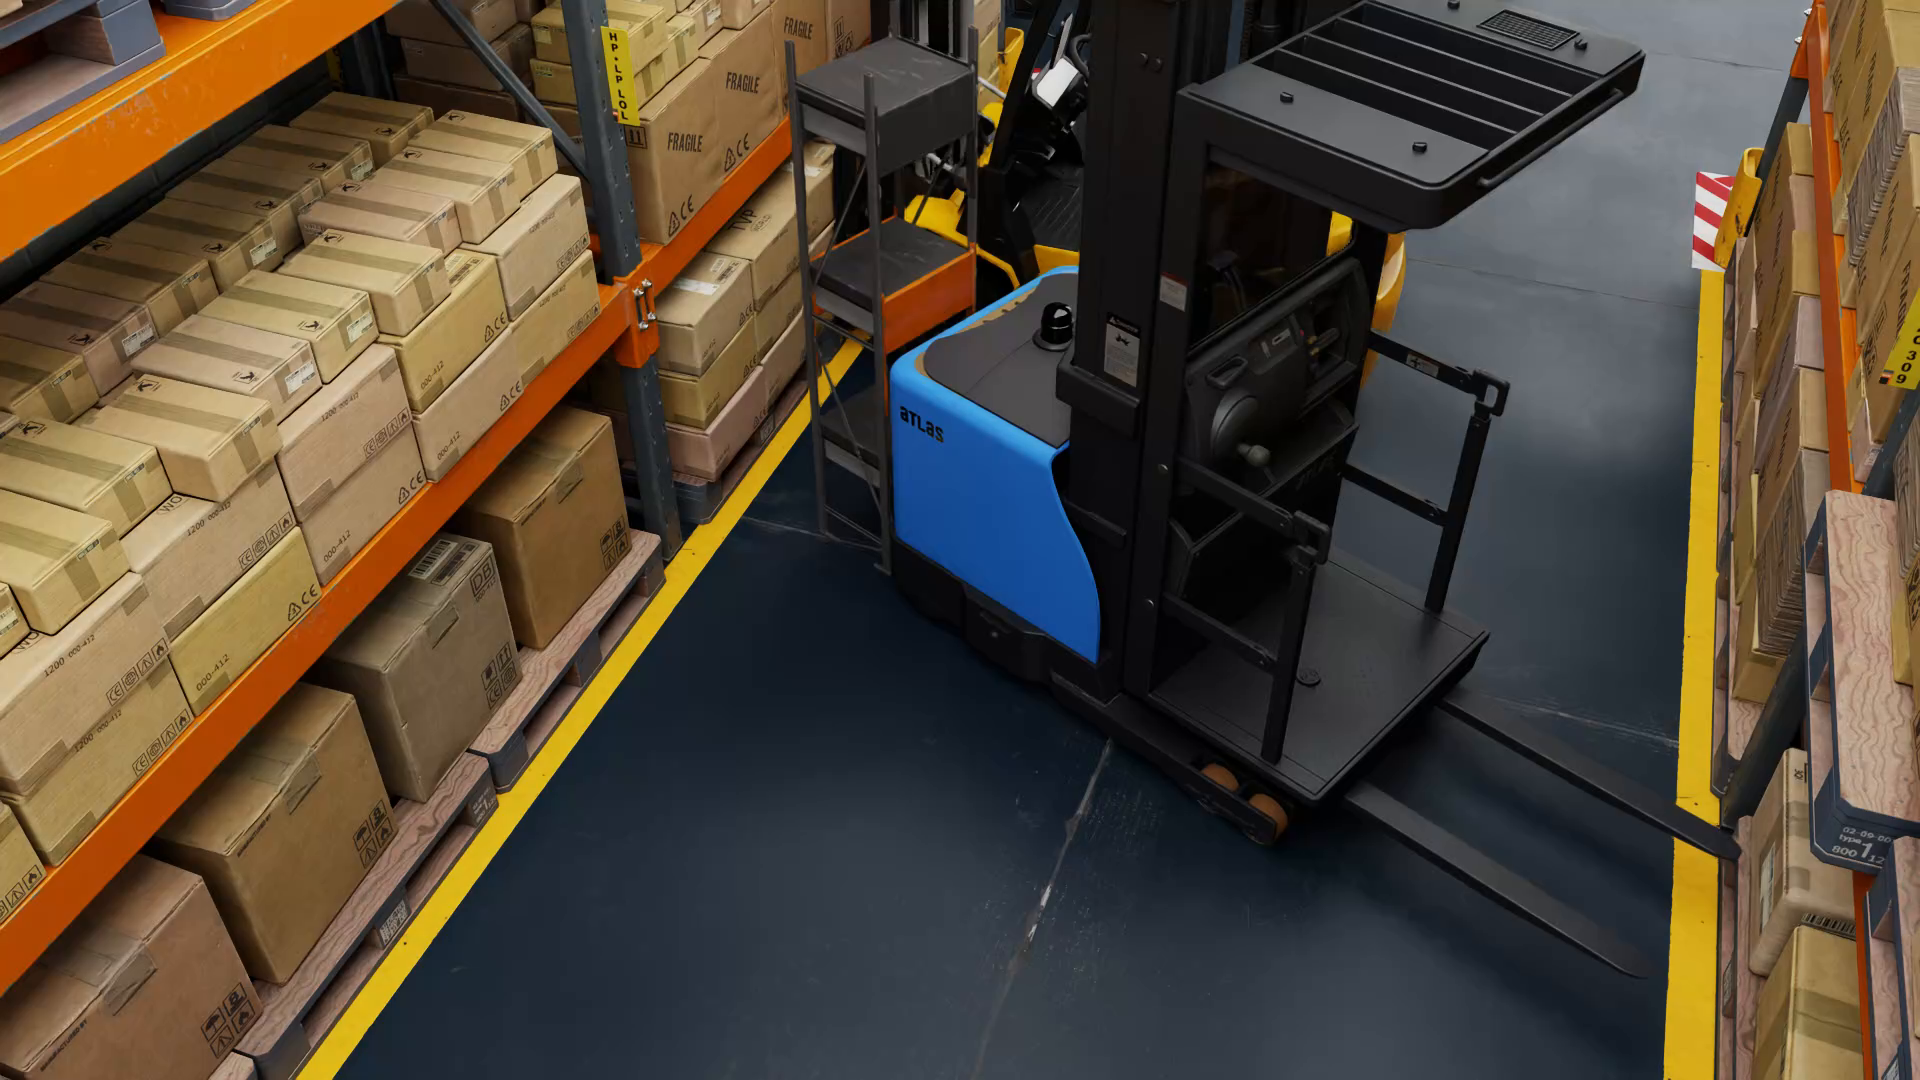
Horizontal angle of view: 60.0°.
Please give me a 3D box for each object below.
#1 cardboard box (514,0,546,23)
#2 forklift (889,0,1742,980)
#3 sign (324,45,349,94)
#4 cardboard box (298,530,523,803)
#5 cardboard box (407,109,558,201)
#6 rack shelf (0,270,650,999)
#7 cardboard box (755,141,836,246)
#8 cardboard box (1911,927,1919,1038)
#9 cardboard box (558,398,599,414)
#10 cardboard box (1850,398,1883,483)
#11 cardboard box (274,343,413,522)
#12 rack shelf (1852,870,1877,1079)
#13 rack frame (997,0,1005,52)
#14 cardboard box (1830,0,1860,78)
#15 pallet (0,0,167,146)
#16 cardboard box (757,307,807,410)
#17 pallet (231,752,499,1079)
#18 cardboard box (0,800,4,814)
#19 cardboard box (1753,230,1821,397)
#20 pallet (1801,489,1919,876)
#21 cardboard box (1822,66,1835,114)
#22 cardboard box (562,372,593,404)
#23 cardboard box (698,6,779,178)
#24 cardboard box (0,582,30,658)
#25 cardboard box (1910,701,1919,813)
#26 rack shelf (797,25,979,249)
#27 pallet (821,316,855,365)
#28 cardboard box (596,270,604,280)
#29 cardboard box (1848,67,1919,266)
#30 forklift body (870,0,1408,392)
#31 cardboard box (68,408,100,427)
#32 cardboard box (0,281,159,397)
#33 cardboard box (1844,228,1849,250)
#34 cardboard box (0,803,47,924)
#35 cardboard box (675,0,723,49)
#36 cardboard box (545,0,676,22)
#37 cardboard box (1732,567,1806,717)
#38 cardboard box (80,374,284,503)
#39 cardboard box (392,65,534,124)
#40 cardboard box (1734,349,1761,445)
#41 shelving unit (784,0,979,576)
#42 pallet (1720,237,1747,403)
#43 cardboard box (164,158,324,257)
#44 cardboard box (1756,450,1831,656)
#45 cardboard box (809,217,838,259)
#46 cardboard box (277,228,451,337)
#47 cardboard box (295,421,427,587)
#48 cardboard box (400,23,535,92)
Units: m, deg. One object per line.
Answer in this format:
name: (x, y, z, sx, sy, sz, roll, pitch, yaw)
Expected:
cardboard box: (-1.659, -1.999, 5.976, 0.380, 0.149, 0.250, 12, 42, 14)
forklift: (1.150, -0.486, 5.061, 3.031, 2.935, 1.130, 32, 50, 32)
sign: (-2.131, -1.677, 5.676, 0.100, 0.325, 0.005, 13, 42, 15)
cardboard box: (-2.049, 0.341, 5.545, 0.875, 0.625, 0.625, 13, 42, 15)
cardboard box: (-1.517, -1.222, 5.295, 0.380, 0.149, 0.250, 15, 43, 17)
rack shelf: (-2.293, 0.298, 4.643, 1.077, 0.370, 4.000, 13, 42, 15)
cardboard box: (-0.805, -1.530, 7.257, 0.500, 0.250, 0.500, 15, 43, 17)
cardboard box: (2.099, 0.896, 3.259, 0.380, 0.149, 0.250, 15, 43, 17)
cardboard box: (-1.633, -0.650, 6.995, 0.500, 0.250, 0.500, 14, 42, 16)
cardboard box: (2.880, -0.264, 4.942, 0.380, 0.149, 0.250, 13, 42, 15)
cardboard box: (-1.886, -0.346, 4.575, 0.500, 0.250, 0.500, 14, 42, 16)
rack shelf: (2.373, 1.398, 3.355, 1.077, 0.370, 4.000, 13, 42, 15)
rack frame: (-0.241, -3.635, 8.699, 1.000, 3.000, 0.127, 13, 42, 15)
cardboard box: (3.828, -2.143, 6.644, 0.500, 0.500, 0.500, 15, 43, 16)
pallet: (-2.449, -0.941, 3.377, 1.003, 0.211, 1.213, 15, 43, 17)
cardboard box: (-0.973, -0.844, 7.223, 0.500, 0.250, 0.500, 12, 42, 14)
pallet: (-2.240, 1.070, 5.333, 1.003, 0.211, 1.213, 13, 42, 15)
cardboard box: (-2.423, 0.590, 3.478, 0.500, 0.250, 0.500, 15, 43, 16)
cardboard box: (3.527, -0.865, 6.670, 0.500, 0.500, 0.500, 14, 42, 16)
pallet: (2.659, 0.411, 4.105, 1.003, 0.211, 1.213, 13, 42, 15)
cardboard box: (3.744, -1.833, 6.781, 0.380, 0.149, 0.250, 14, 42, 16)
cardboard box: (-1.635, -0.841, 6.835, 0.500, 0.250, 0.500, 12, 42, 14)
cardboard box: (-1.049, -1.767, 6.433, 0.500, 0.500, 0.500, 14, 42, 16)
cardboard box: (-2.302, 0.183, 3.648, 0.380, 0.149, 0.250, 14, 42, 16)
cardboard box: (2.274, 0.420, 3.317, 0.500, 0.500, 0.500, 13, 42, 15)
rack shelf: (-0.256, -1.385, 5.698, 0.431, 0.518, 0.480, 31, 49, 31)
pallet: (-0.882, -1.357, 8.177, 1.003, 0.211, 1.213, 13, 42, 15)
cardboard box: (-1.622, -1.032, 6.673, 0.500, 0.250, 0.500, 14, 42, 16)
cardboard box: (3.318, -1.206, 5.546, 0.500, 0.500, 0.500, 14, 43, 16)
forklift body: (0.825, -1.750, 7.145, 2.313, 2.155, 1.214, 13, 42, 15)
cardboard box: (-2.558, -0.147, 4.341, 0.500, 0.250, 0.500, 13, 42, 14)
cardboard box: (-2.416, -0.547, 4.504, 0.380, 0.149, 0.250, 13, 42, 15)
cardboard box: (3.340, -1.034, 5.844, 0.380, 0.149, 0.250, 13, 42, 14)
cardboard box: (-2.419, 0.780, 3.641, 0.500, 0.250, 0.500, 12, 42, 14)
cardboard box: (-1.103, -1.939, 6.135, 0.380, 0.149, 0.250, 13, 42, 15)
cardboard box: (-1.233, -1.905, 5.866, 0.380, 0.149, 0.250, 14, 42, 16)
cardboard box: (3.006, 0.370, 5.800, 0.500, 0.250, 0.500, 15, 43, 17)
cardboard box: (-1.944, -0.257, 4.164, 0.380, 0.149, 0.250, 12, 42, 14)
cardboard box: (-1.709, -1.567, 6.199, 0.500, 0.500, 0.500, 13, 42, 15)
cardboard box: (3.532, -0.573, 6.906, 0.500, 0.250, 0.500, 16, 43, 18)
shelving unit: (-0.256, -0.863, 6.144, 0.431, 2.100, 0.503, 31, 49, 31)
pallet: (4.088, -0.941, 7.690, 1.003, 0.211, 1.213, 13, 42, 15)
cardboard box: (-2.158, -1.009, 5.045, 0.380, 0.149, 0.250, 13, 42, 15)
cardboard box: (3.007, 0.085, 5.557, 0.500, 0.500, 0.500, 13, 42, 14)
cardboard box: (-0.800, -1.337, 7.416, 0.500, 0.250, 0.500, 13, 42, 15)
cardboard box: (-1.687, -0.733, 4.722, 0.380, 0.149, 0.250, 12, 42, 14)
cardboard box: (-1.901, -0.169, 4.752, 0.500, 0.250, 0.500, 14, 42, 15)
cardboard box: (-1.740, -1.733, 5.893, 0.380, 0.149, 0.250, 13, 42, 15)
